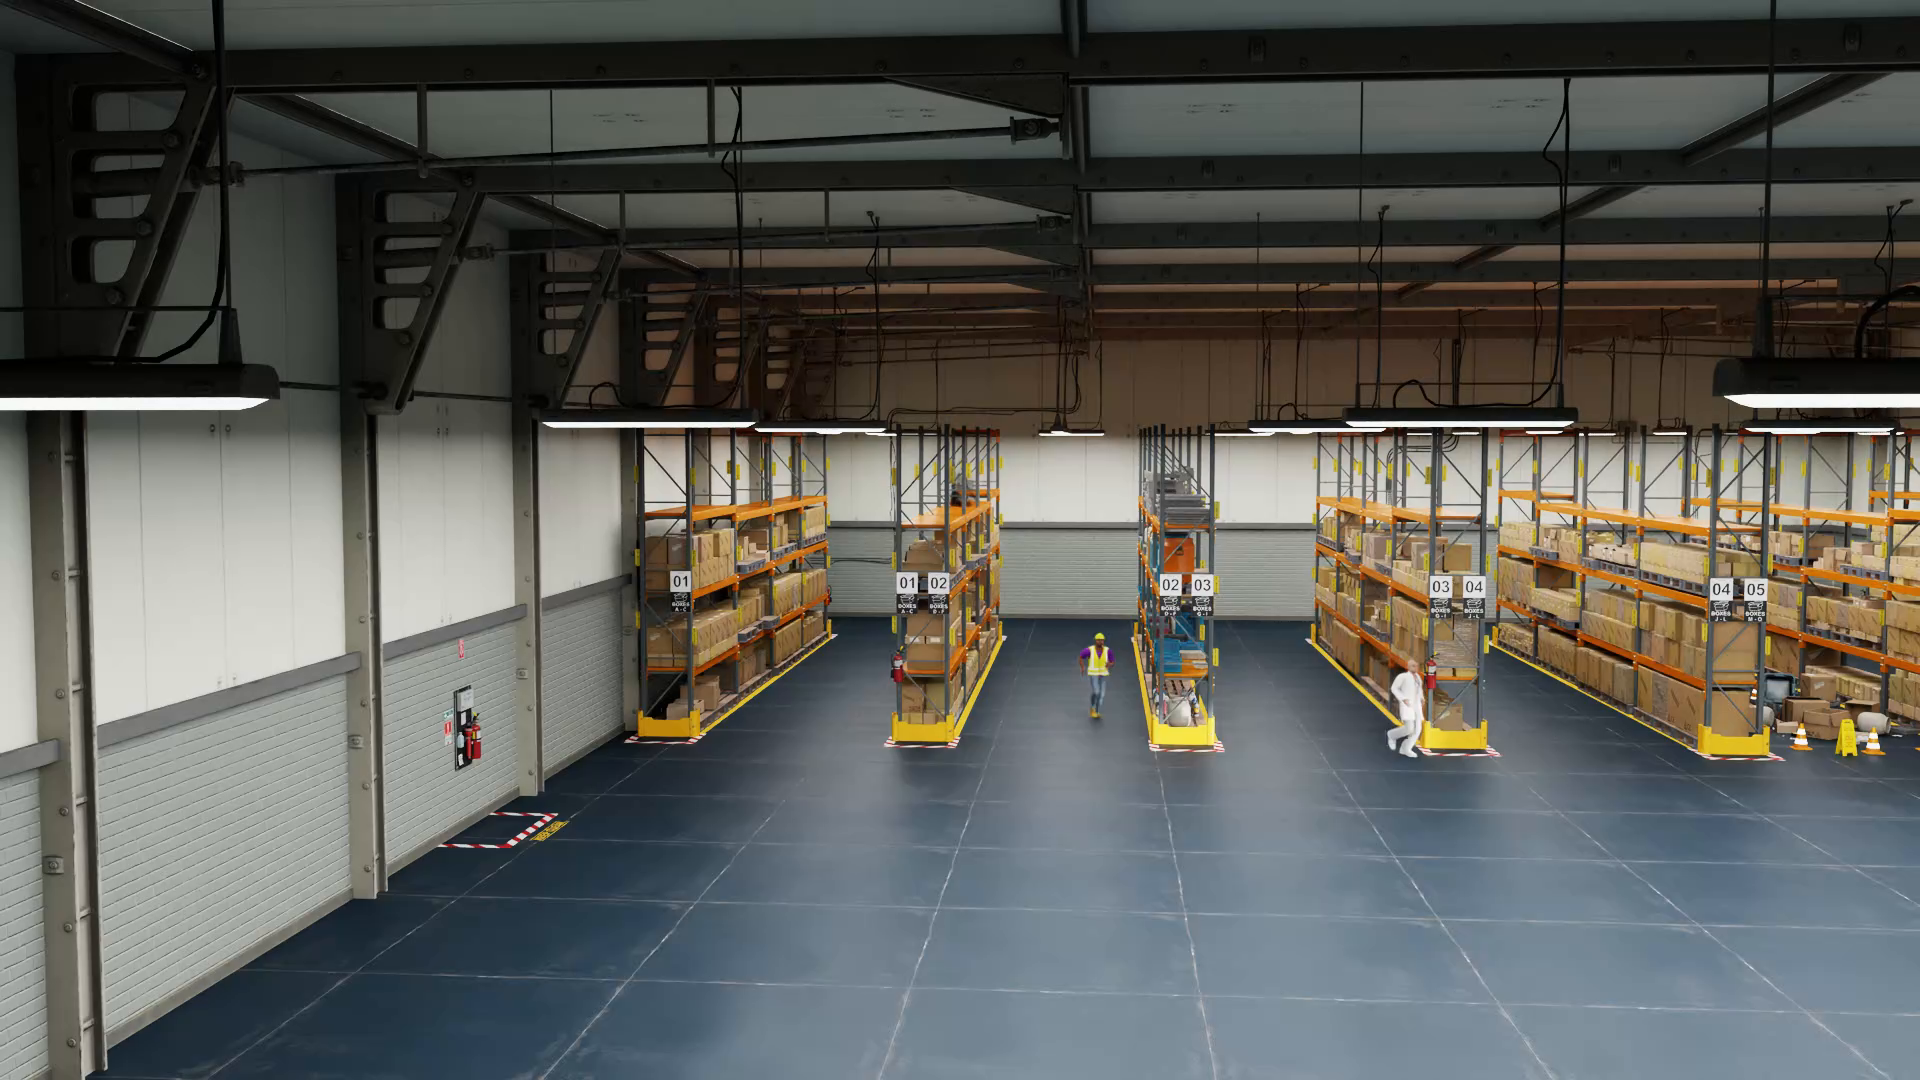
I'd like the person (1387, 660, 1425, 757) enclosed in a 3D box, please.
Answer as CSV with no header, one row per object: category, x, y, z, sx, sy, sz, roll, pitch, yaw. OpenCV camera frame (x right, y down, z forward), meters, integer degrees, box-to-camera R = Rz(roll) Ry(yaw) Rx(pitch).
person,8.126,3.030,30.130,0.735,1.735,0.631,-2,4,-29

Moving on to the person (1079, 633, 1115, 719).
person,2.826,2.773,33.929,0.692,1.741,0.660,-1,4,-11
